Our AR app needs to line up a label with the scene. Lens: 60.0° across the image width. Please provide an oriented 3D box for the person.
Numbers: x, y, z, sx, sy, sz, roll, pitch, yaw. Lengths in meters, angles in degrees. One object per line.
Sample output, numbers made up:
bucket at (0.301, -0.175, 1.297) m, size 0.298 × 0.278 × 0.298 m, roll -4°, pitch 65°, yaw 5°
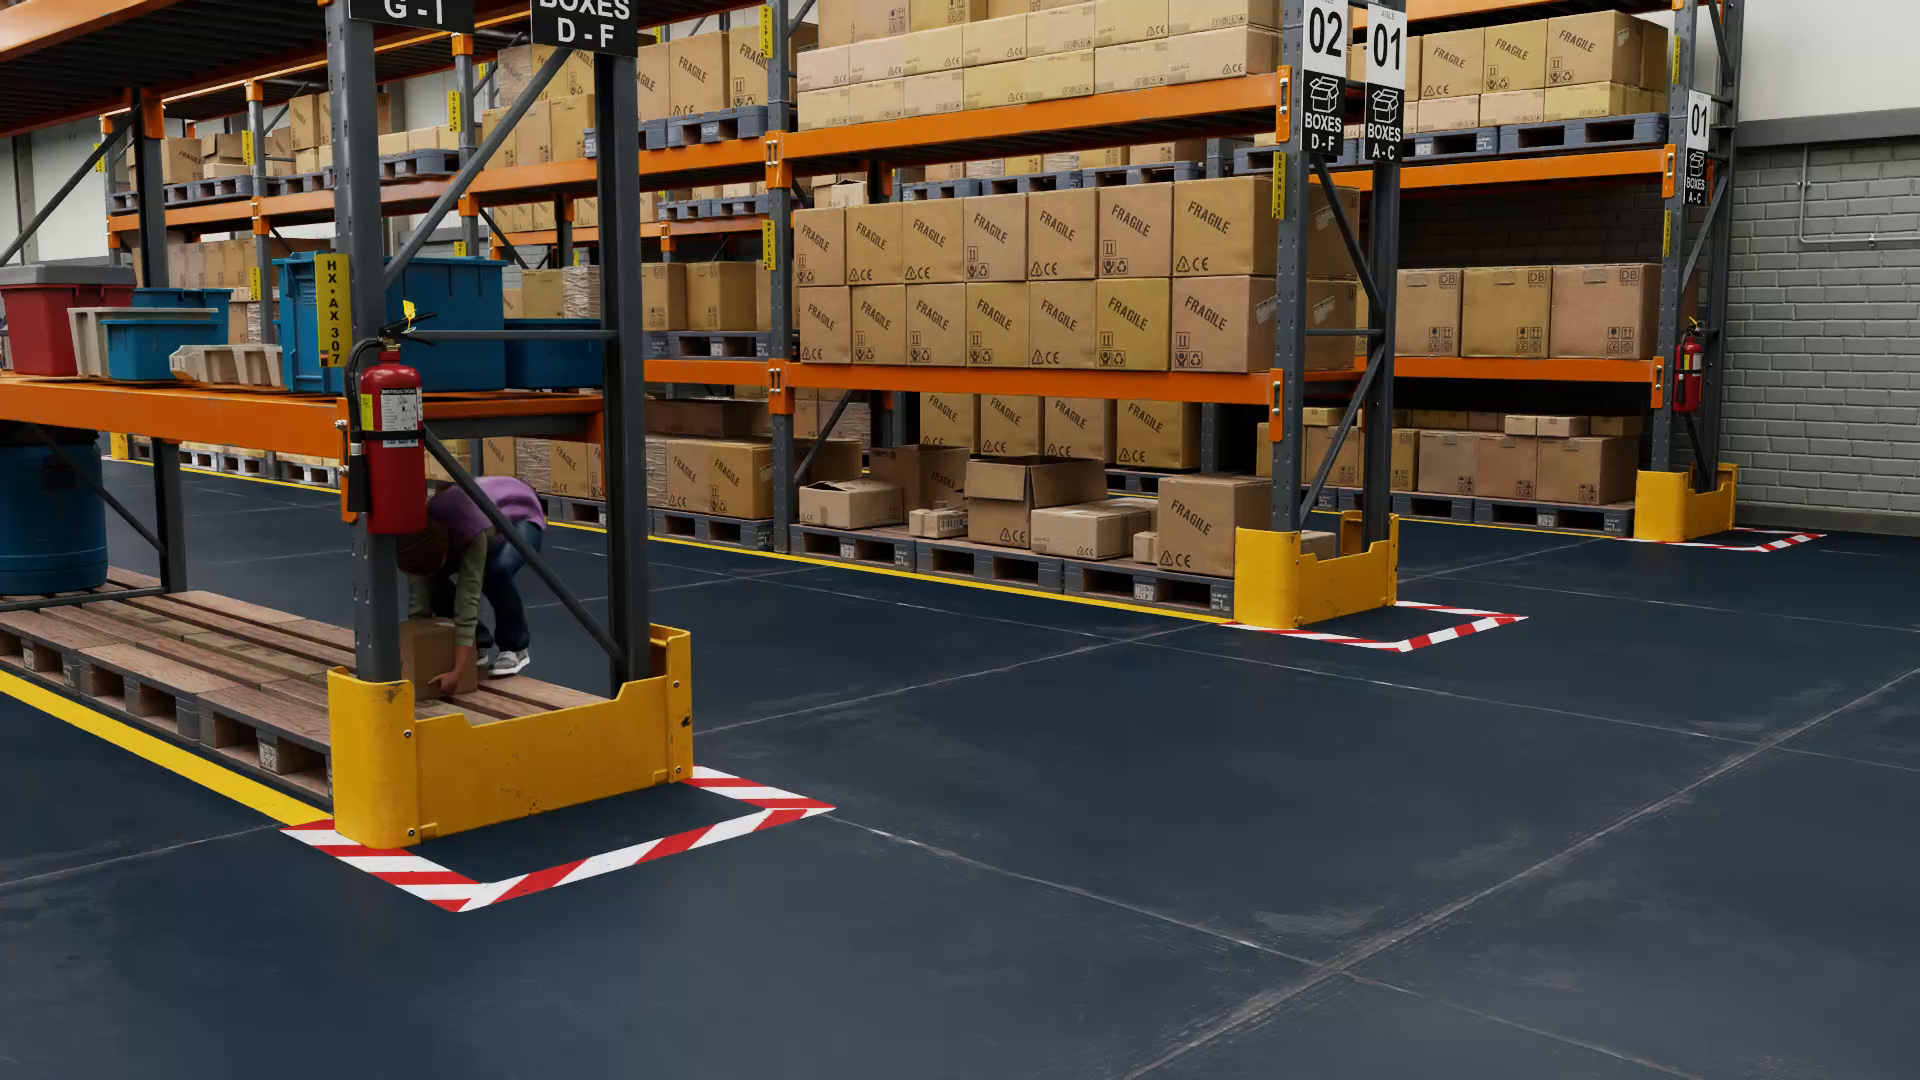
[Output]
person at (-1.868, 0.168, 6.300) m, size 0.420 × 0.802 × 0.871 m, roll 2°, pitch 8°, yaw 15°
